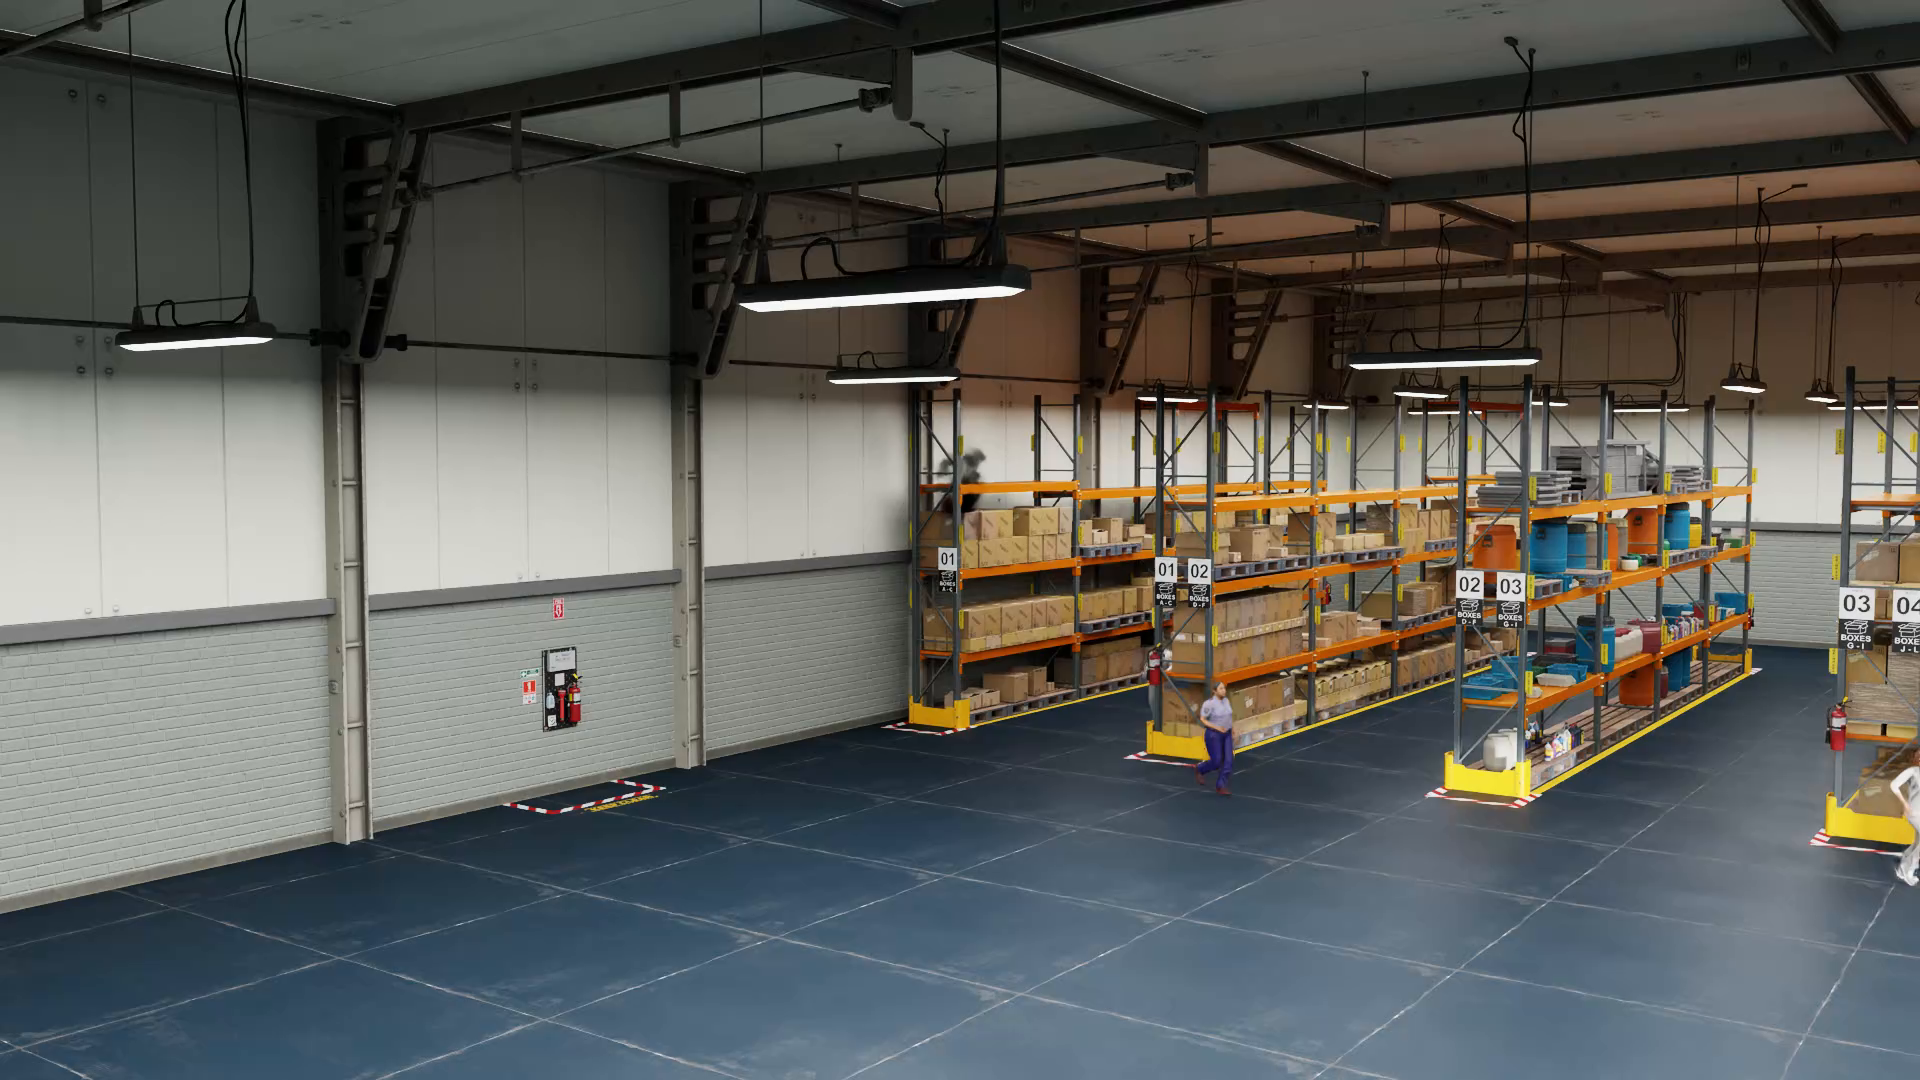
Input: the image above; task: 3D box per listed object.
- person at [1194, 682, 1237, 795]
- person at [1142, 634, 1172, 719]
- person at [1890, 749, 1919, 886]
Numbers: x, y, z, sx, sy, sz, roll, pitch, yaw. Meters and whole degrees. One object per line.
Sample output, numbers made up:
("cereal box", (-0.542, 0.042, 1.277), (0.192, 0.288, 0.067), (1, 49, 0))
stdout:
("person", (3.700, 2.835, 23.958), (0.604, 1.604, 0.644), (-2, 4, -34))
("person", (3.544, 2.484, 29.698), (0.612, 1.648, 0.576), (2, 4, 33))
("person", (10.912, 3.134, 18.832), (0.512, 1.578, 0.631), (-1, 3, -15))
